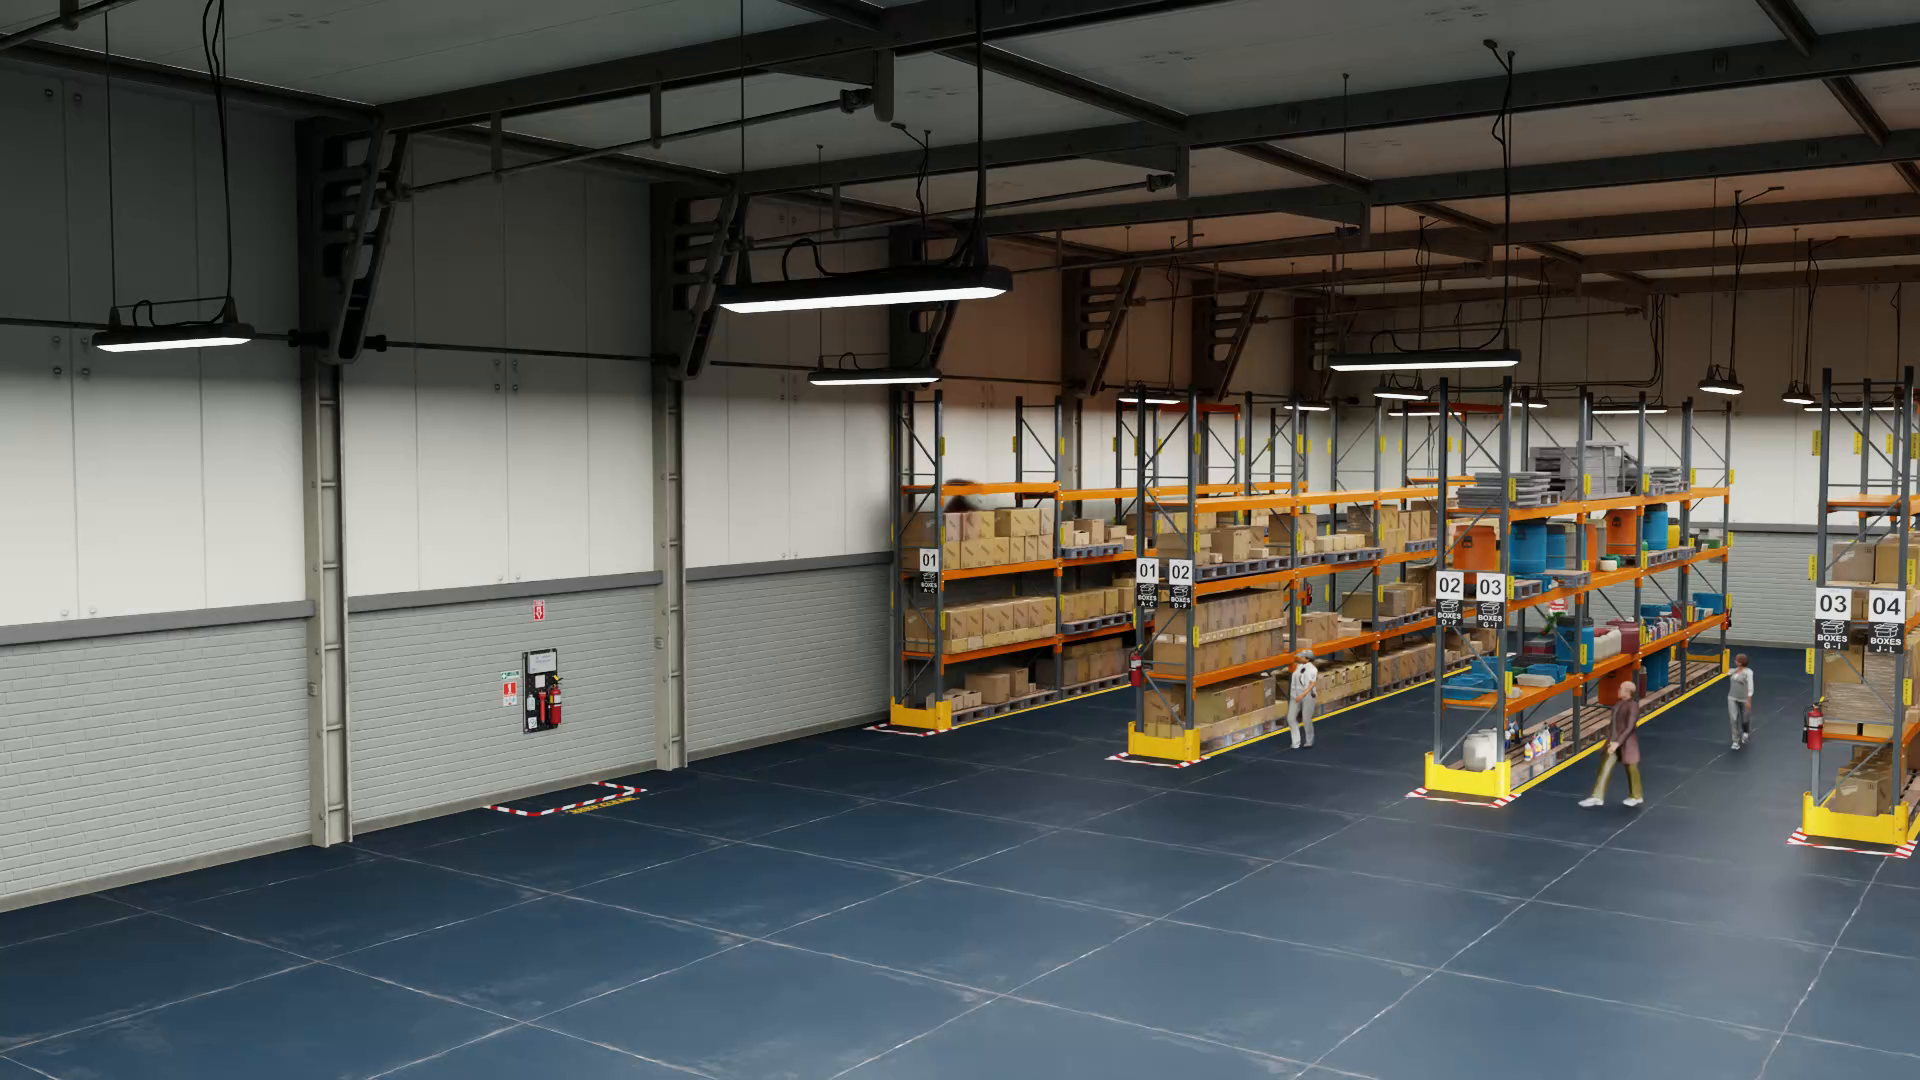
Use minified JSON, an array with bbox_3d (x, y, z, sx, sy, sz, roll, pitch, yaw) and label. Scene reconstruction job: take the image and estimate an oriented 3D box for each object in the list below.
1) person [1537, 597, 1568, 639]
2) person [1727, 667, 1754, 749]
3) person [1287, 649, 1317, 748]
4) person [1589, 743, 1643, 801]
[{"bbox_3d":[15.026,1.789,41.779,0.650,1.739,1.055,-2,4,-30],"label":"person"},{"bbox_3d":[12.936,2.766,27.583,0.386,1.335,0.703,2,4,27],"label":"person"},{"bbox_3d":[5.675,2.668,27.568,0.498,1.719,0.633,3,4,41],"label":"person"},{"bbox_3d":[9.124,3.126,23.000,0.819,0.963,0.415,-2,4,-32],"label":"person"}]
